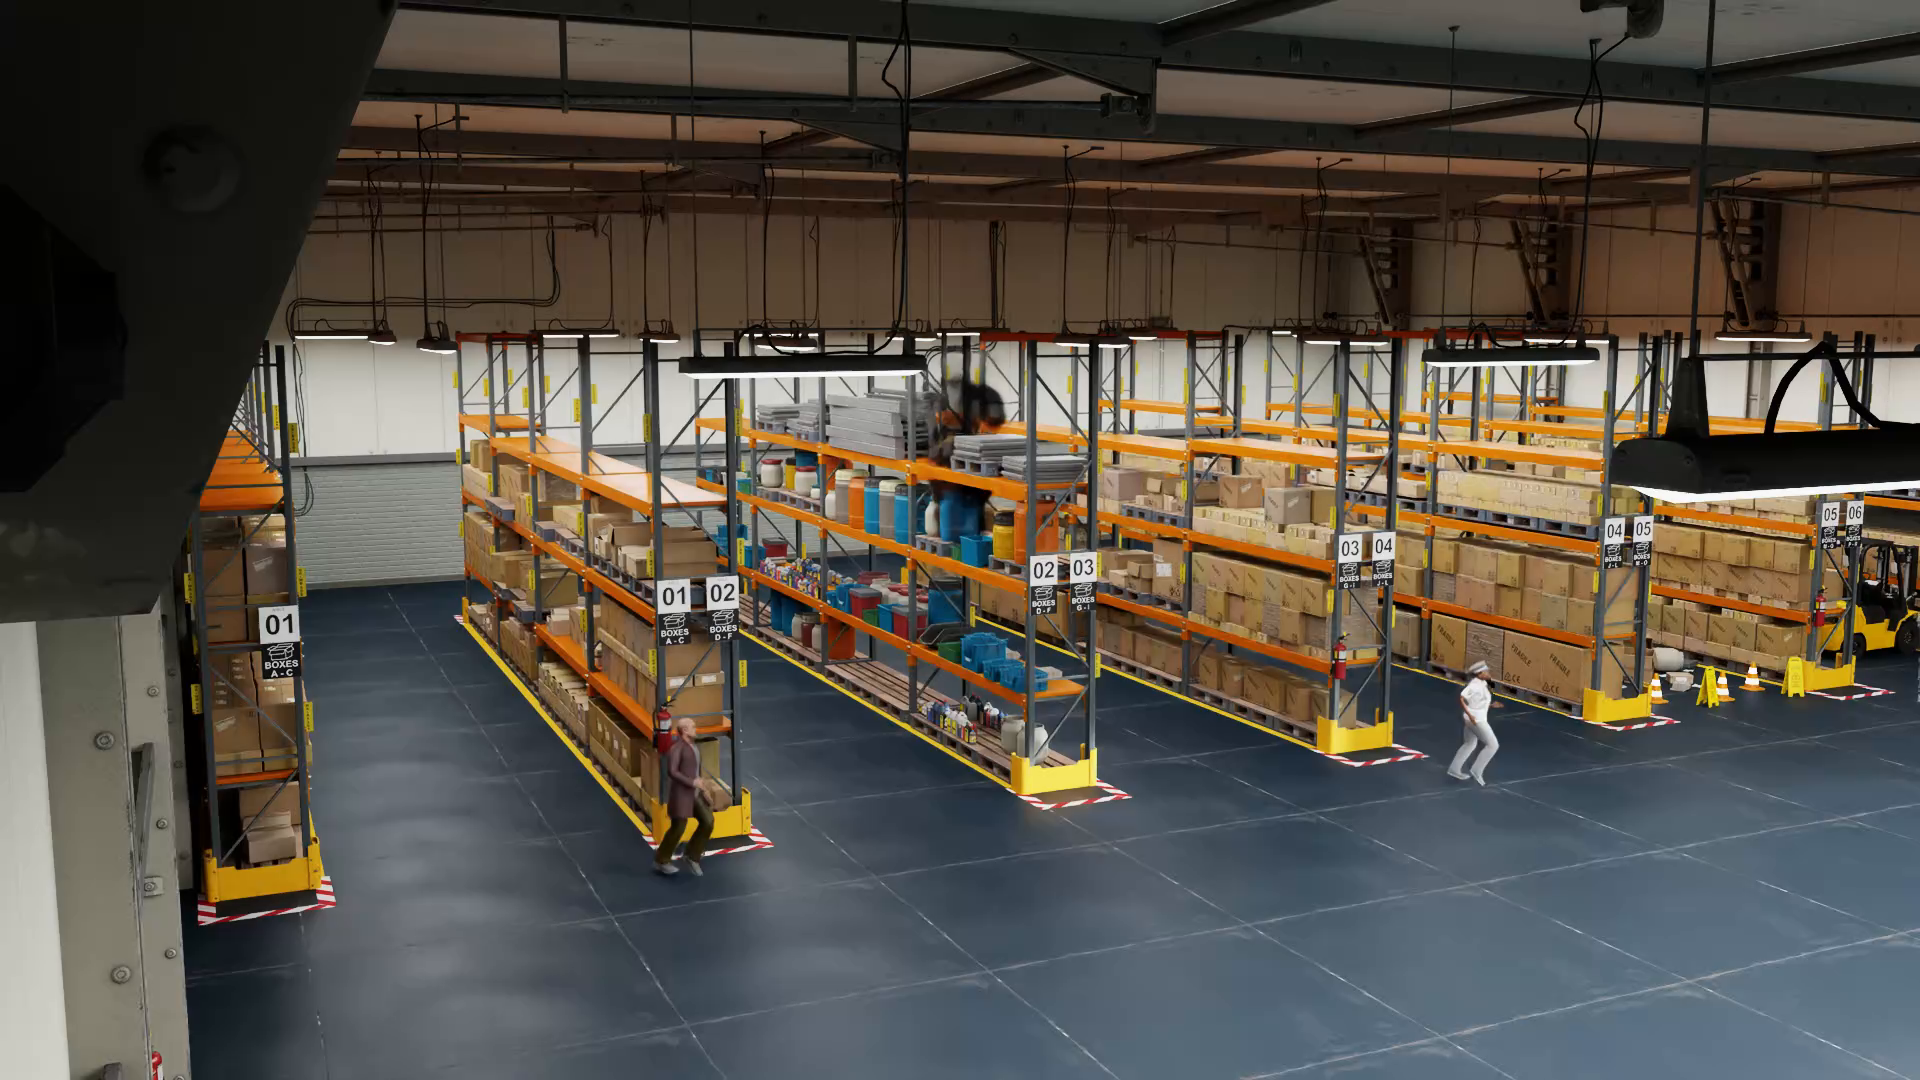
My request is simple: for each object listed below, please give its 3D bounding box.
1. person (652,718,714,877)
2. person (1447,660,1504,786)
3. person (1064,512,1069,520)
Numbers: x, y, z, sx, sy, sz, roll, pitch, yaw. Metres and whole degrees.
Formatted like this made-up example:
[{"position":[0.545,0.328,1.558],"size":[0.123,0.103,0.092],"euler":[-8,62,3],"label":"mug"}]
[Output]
[{"position":[-3.124,2.925,18.984],"size":[0.688,1.805,0.778],"euler":[3,8,19],"label":"person"},{"position":[6.999,2.469,22.558],"size":[0.703,1.723,0.550],"euler":[2,8,16],"label":"person"},{"position":[2.504,0.157,39.354],"size":[0.707,1.795,0.741],"euler":[-2,8,-15],"label":"person"}]
